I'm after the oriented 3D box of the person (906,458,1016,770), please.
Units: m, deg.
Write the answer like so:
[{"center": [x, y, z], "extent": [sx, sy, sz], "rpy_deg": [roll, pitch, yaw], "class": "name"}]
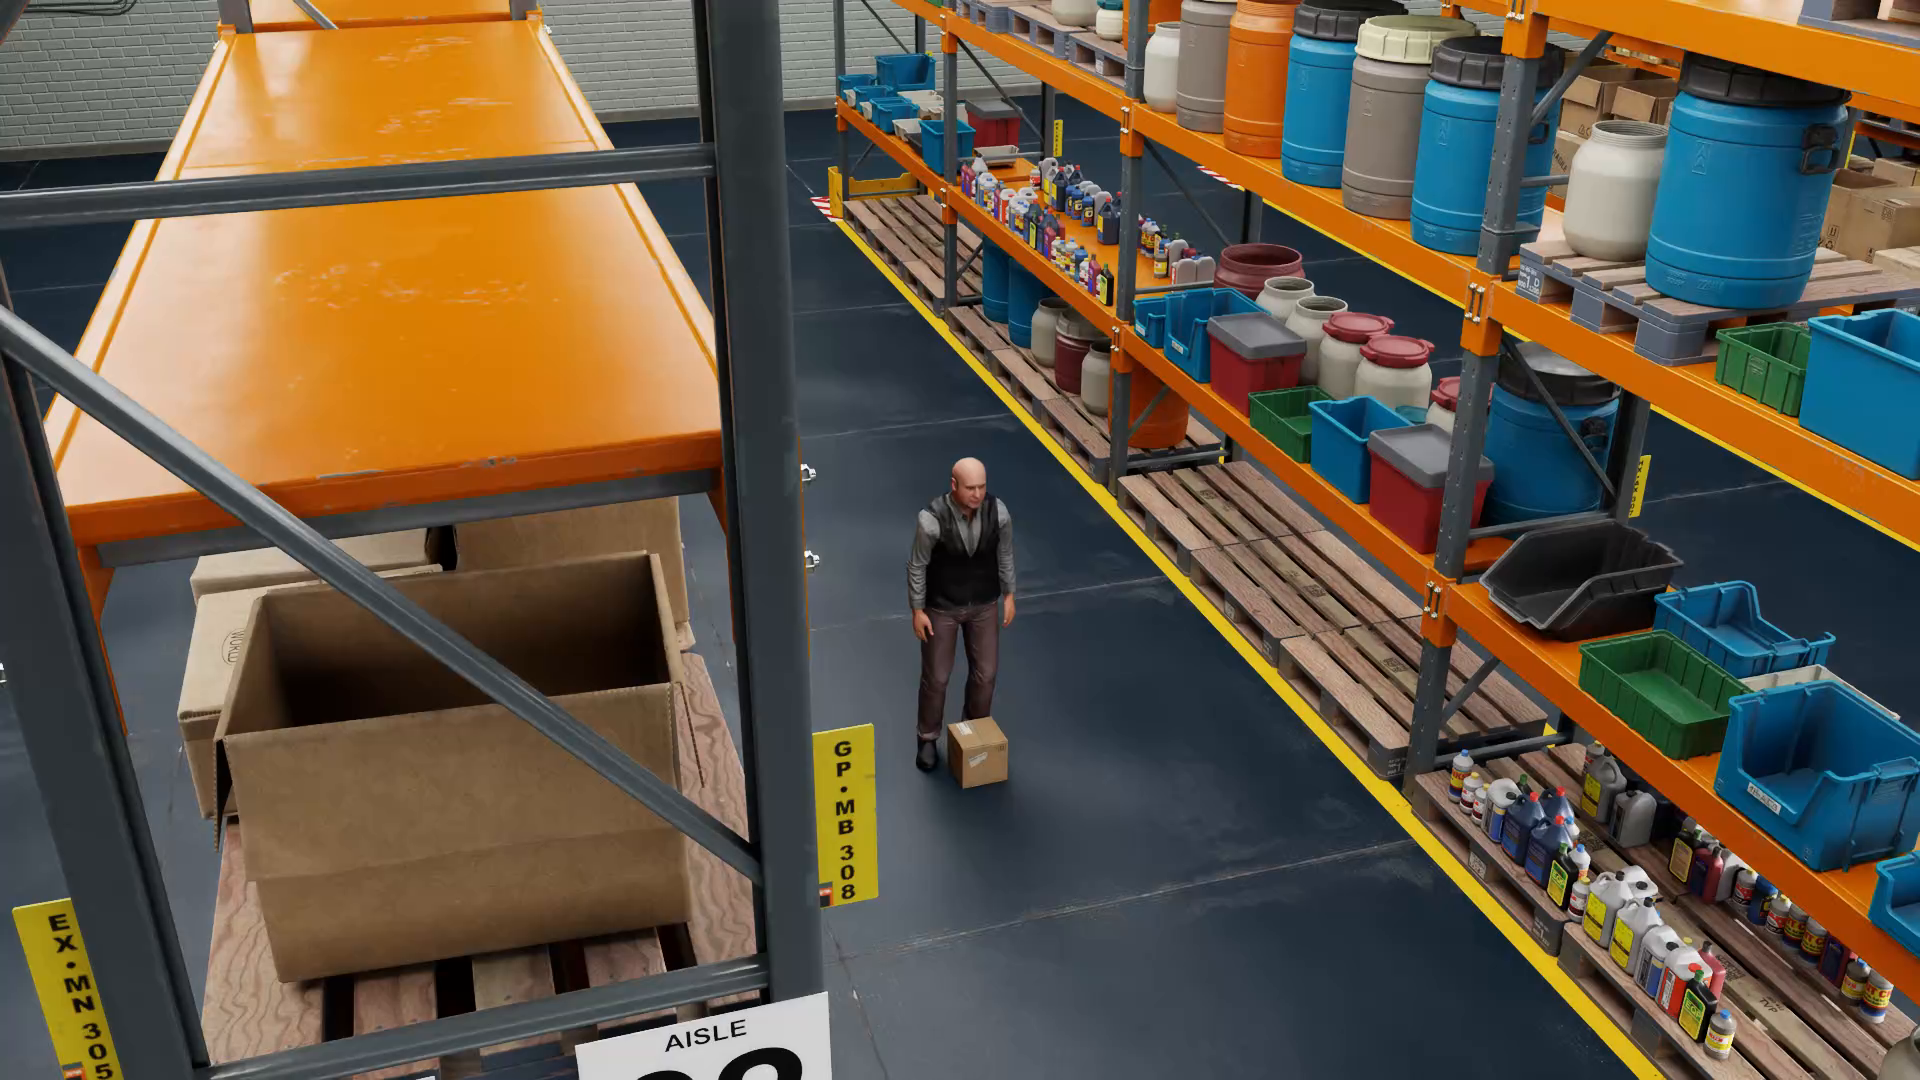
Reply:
[{"center": [0.013, 0.353, 8.670], "extent": [0.590, 1.722, 0.465], "rpy_deg": [-9, 28, -18], "class": "person"}]
